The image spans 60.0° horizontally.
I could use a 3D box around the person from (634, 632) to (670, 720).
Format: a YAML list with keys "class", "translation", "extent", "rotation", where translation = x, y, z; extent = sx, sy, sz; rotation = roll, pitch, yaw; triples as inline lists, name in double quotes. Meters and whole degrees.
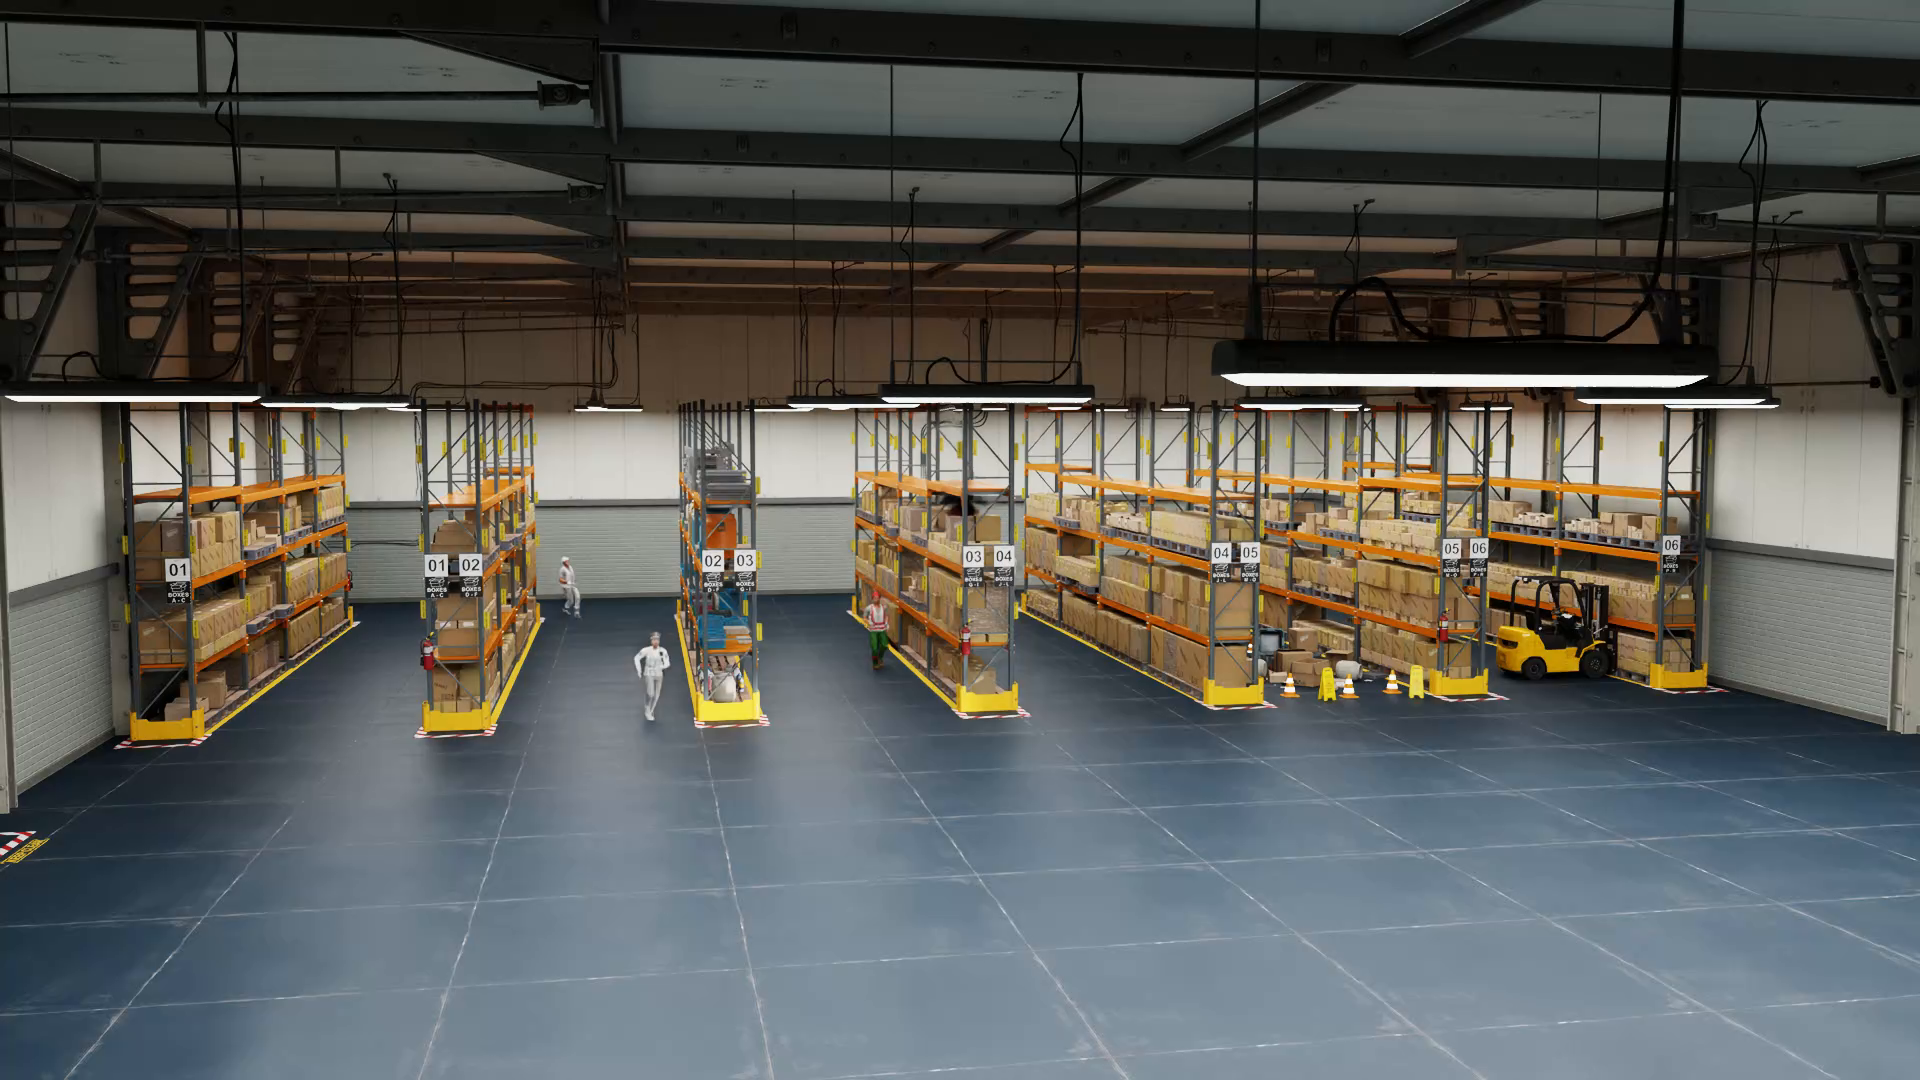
- class: "person"
  translation: [-5.721, 2.546, 31.073]
  extent: [0.603, 1.650, 0.567]
  rotation: [-2, 5, -26]

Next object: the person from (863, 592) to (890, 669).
- class: "person"
  translation: [-1.827, 2.036, 37.164]
  extent: [0.644, 1.741, 0.578]
  rotation: [-1, 4, -15]

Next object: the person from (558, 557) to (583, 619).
- class: "person"
  translation: [-10.983, 1.341, 46.558]
  extent: [0.743, 1.764, 0.667]
  rotation: [2, 5, 27]

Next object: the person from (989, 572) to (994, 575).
- class: "person"
  translation: [0.838, 1.188, 48.977]
  extent: [0.741, 1.735, 0.896]
  rotation: [3, 5, 33]

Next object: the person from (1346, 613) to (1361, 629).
- class: "person"
  translation: [10.167, 1.650, 42.607]
  extent: [0.665, 1.742, 0.546]
  rotation: [-1, 4, -14]
